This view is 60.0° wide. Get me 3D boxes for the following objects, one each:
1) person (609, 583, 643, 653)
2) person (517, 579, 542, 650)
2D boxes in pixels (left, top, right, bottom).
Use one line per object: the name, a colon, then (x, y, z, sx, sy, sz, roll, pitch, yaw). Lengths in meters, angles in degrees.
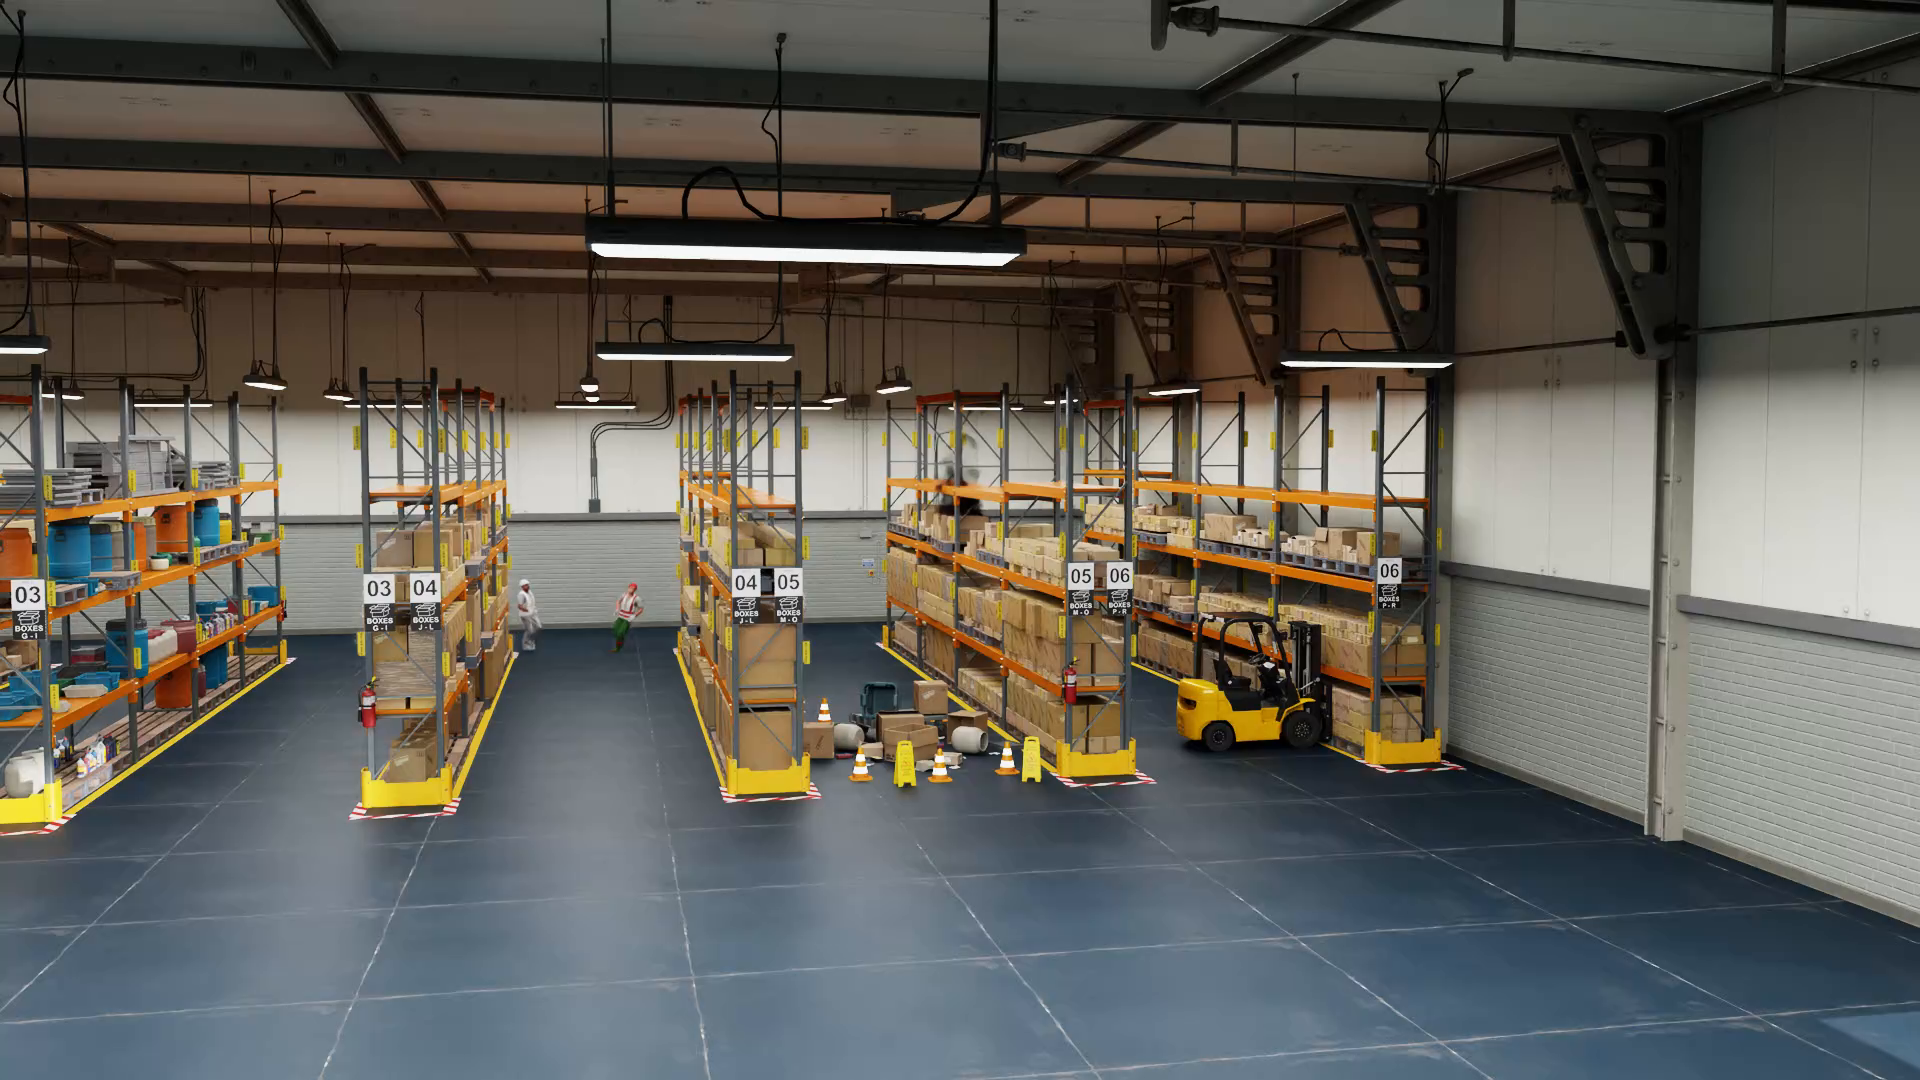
person: (-7.857, 1.830, 39.205, 0.836, 1.674, 0.617, 1, 4, 14)
person: (-10.247, 1.779, 39.485, 0.588, 1.731, 0.699, 1, 4, 20)
